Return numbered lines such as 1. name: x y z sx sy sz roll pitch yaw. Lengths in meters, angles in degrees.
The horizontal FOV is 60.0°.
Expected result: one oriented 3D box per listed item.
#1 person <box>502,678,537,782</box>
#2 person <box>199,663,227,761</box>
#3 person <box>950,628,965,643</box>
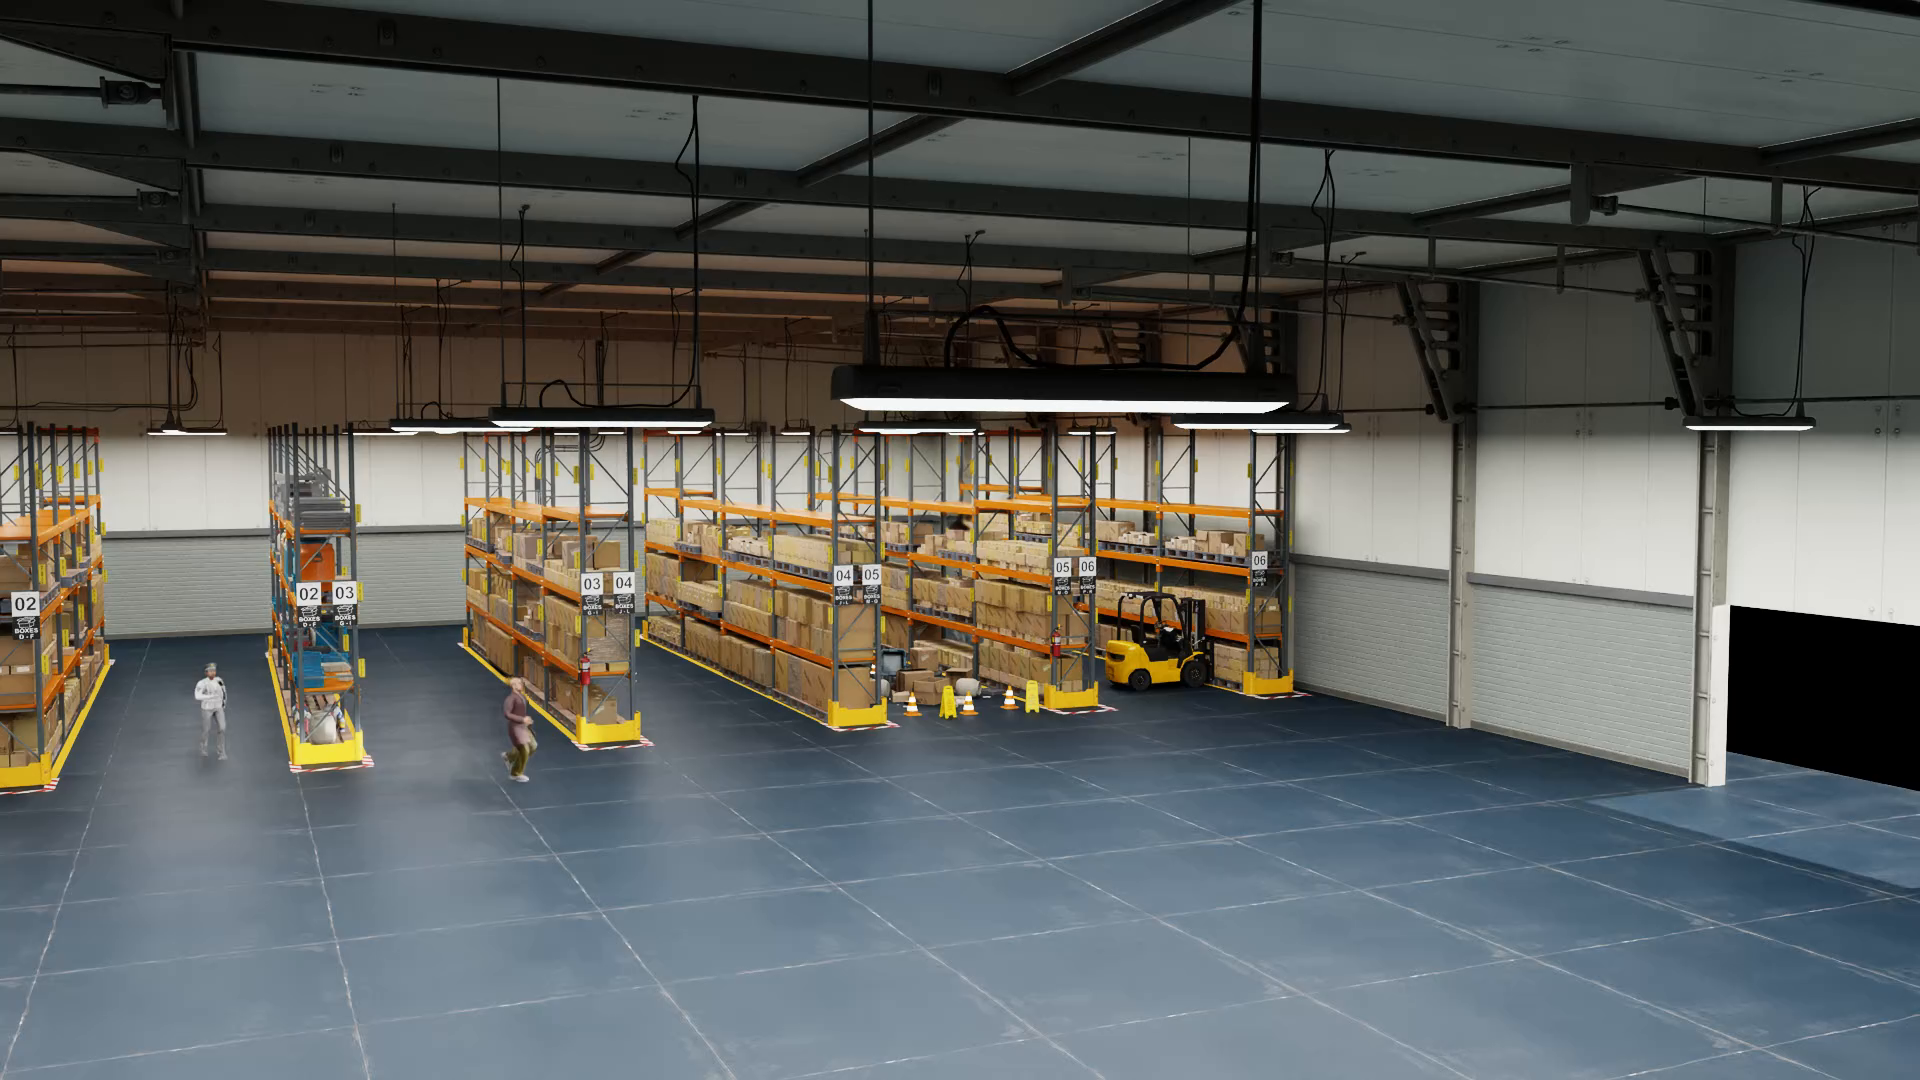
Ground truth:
1. person: -7.386 3.160 27.775 0.613 1.736 0.768 0 3 2
2. person: -13.341 3.059 29.743 0.479 1.753 0.767 -3 5 -44
3. person: -0.026 2.141 44.998 0.625 1.654 0.591 -2 4 -23
